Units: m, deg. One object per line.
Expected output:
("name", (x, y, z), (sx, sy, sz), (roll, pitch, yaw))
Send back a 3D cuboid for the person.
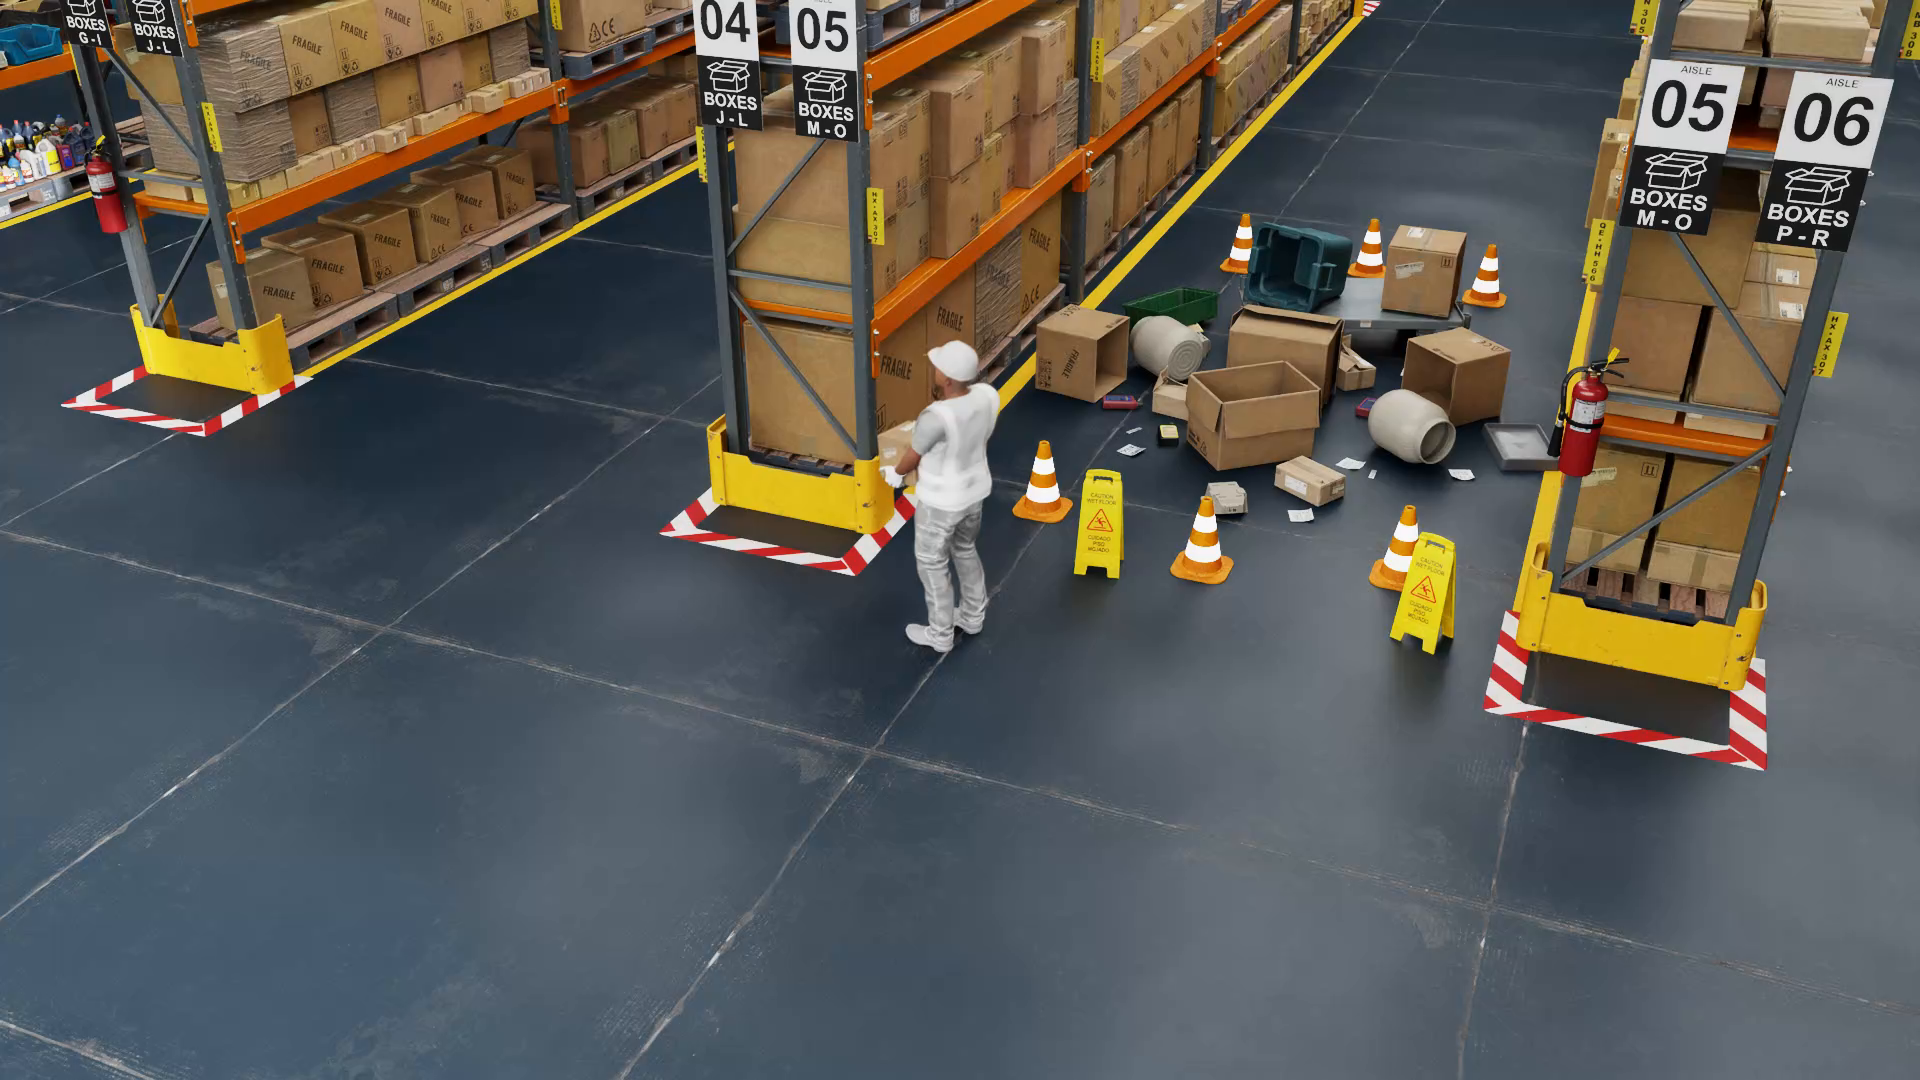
("person", (-0.128, -0.268, 8.859), (0.579, 1.781, 0.494), (23, 36, 34))
